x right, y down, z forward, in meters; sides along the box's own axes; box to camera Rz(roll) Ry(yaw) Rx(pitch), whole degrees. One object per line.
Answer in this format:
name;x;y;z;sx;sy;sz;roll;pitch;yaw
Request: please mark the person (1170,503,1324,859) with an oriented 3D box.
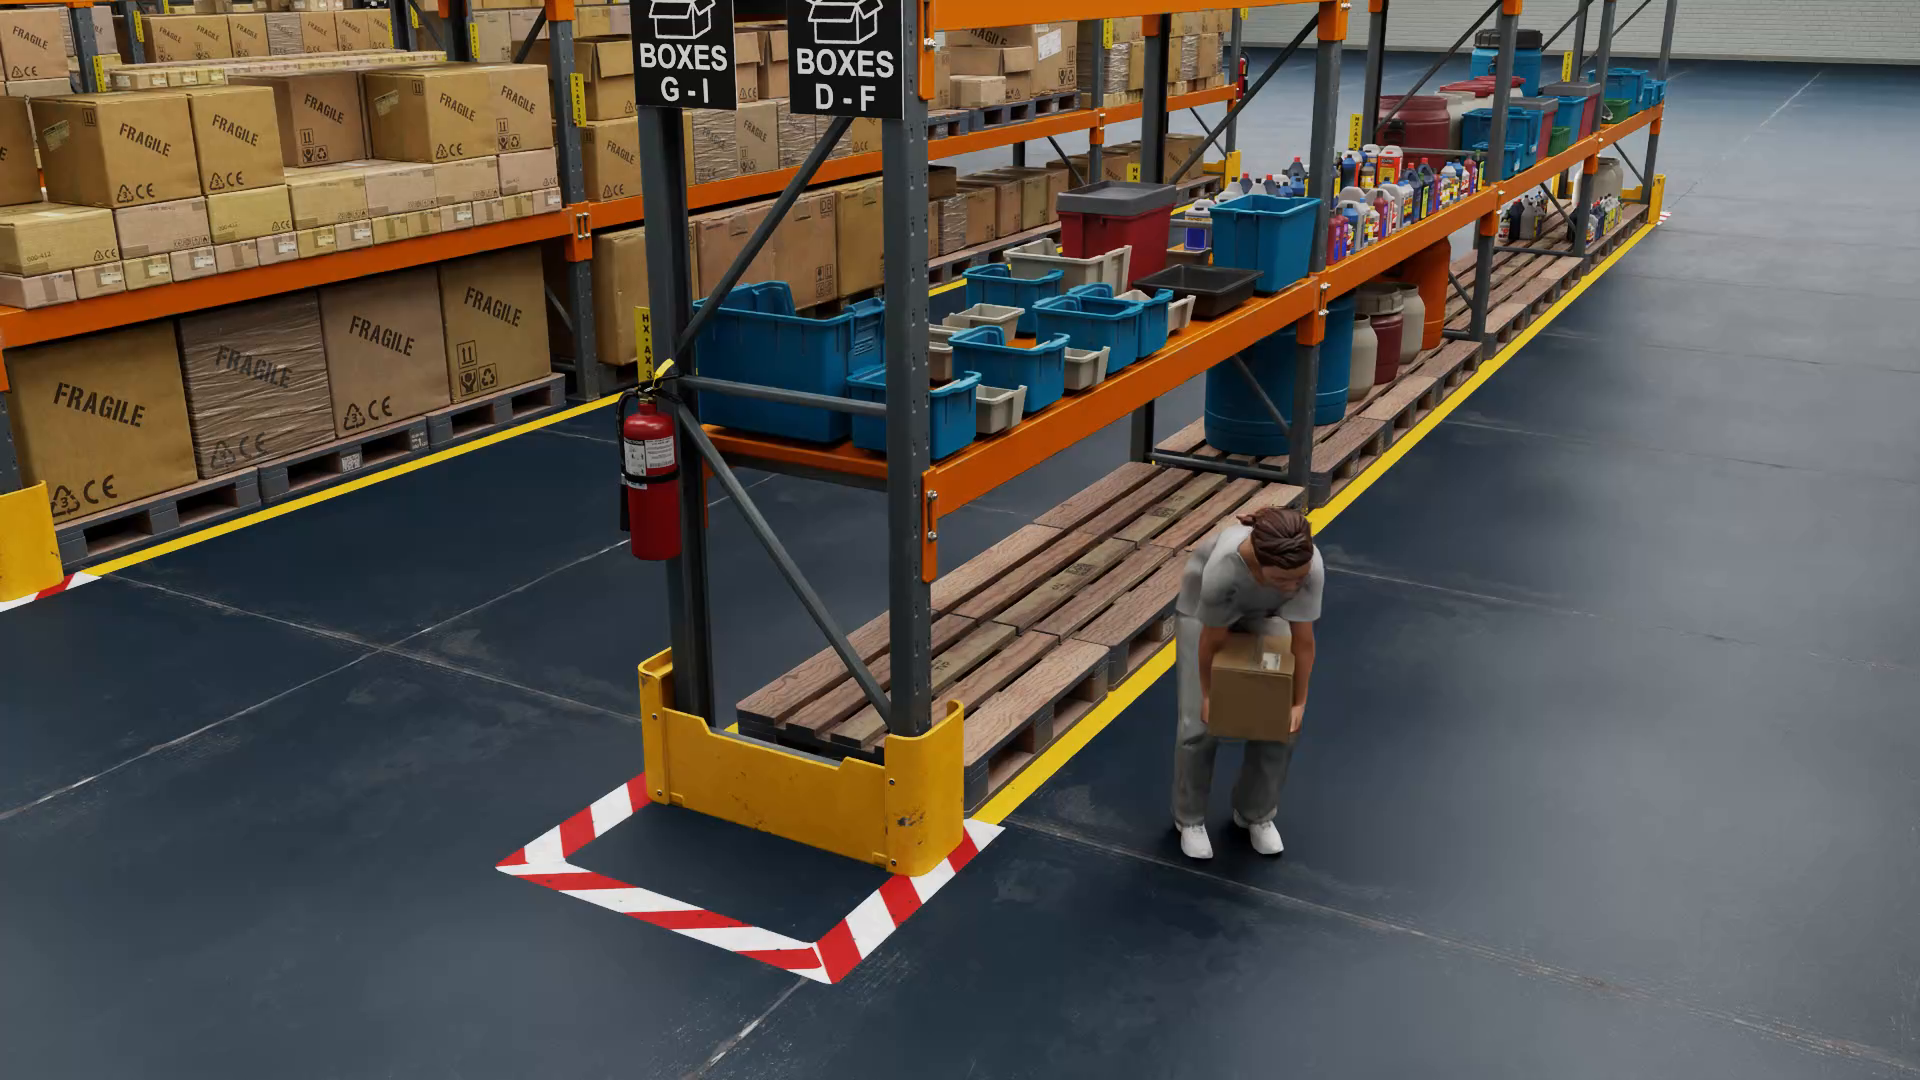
person;0.935;0.453;5.297;0.418;1.343;0.789;-3;20;-8
